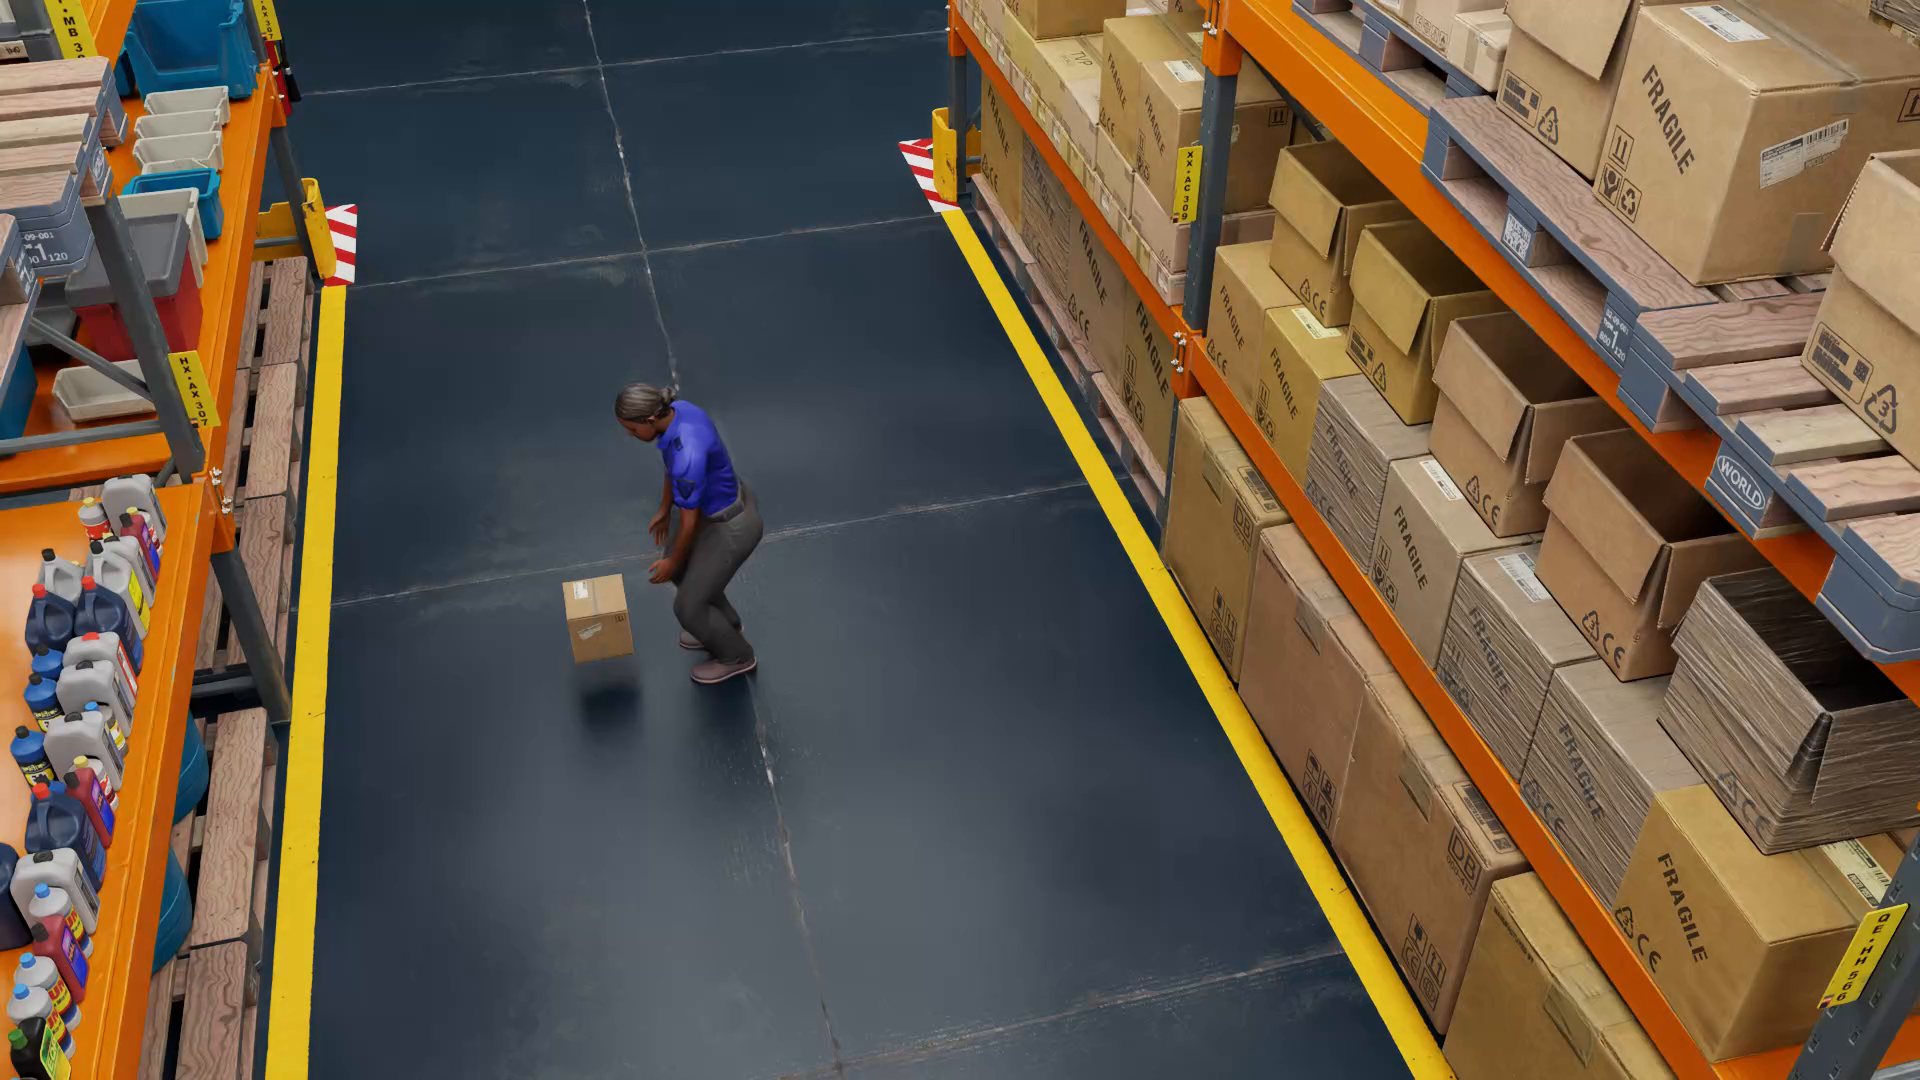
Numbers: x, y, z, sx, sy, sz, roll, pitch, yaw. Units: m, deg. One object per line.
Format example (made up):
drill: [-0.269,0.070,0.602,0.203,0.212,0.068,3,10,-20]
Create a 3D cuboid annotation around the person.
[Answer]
person: [-1.083,-0.040,6.917,0.534,1.487,0.487,-9,39,-11]
